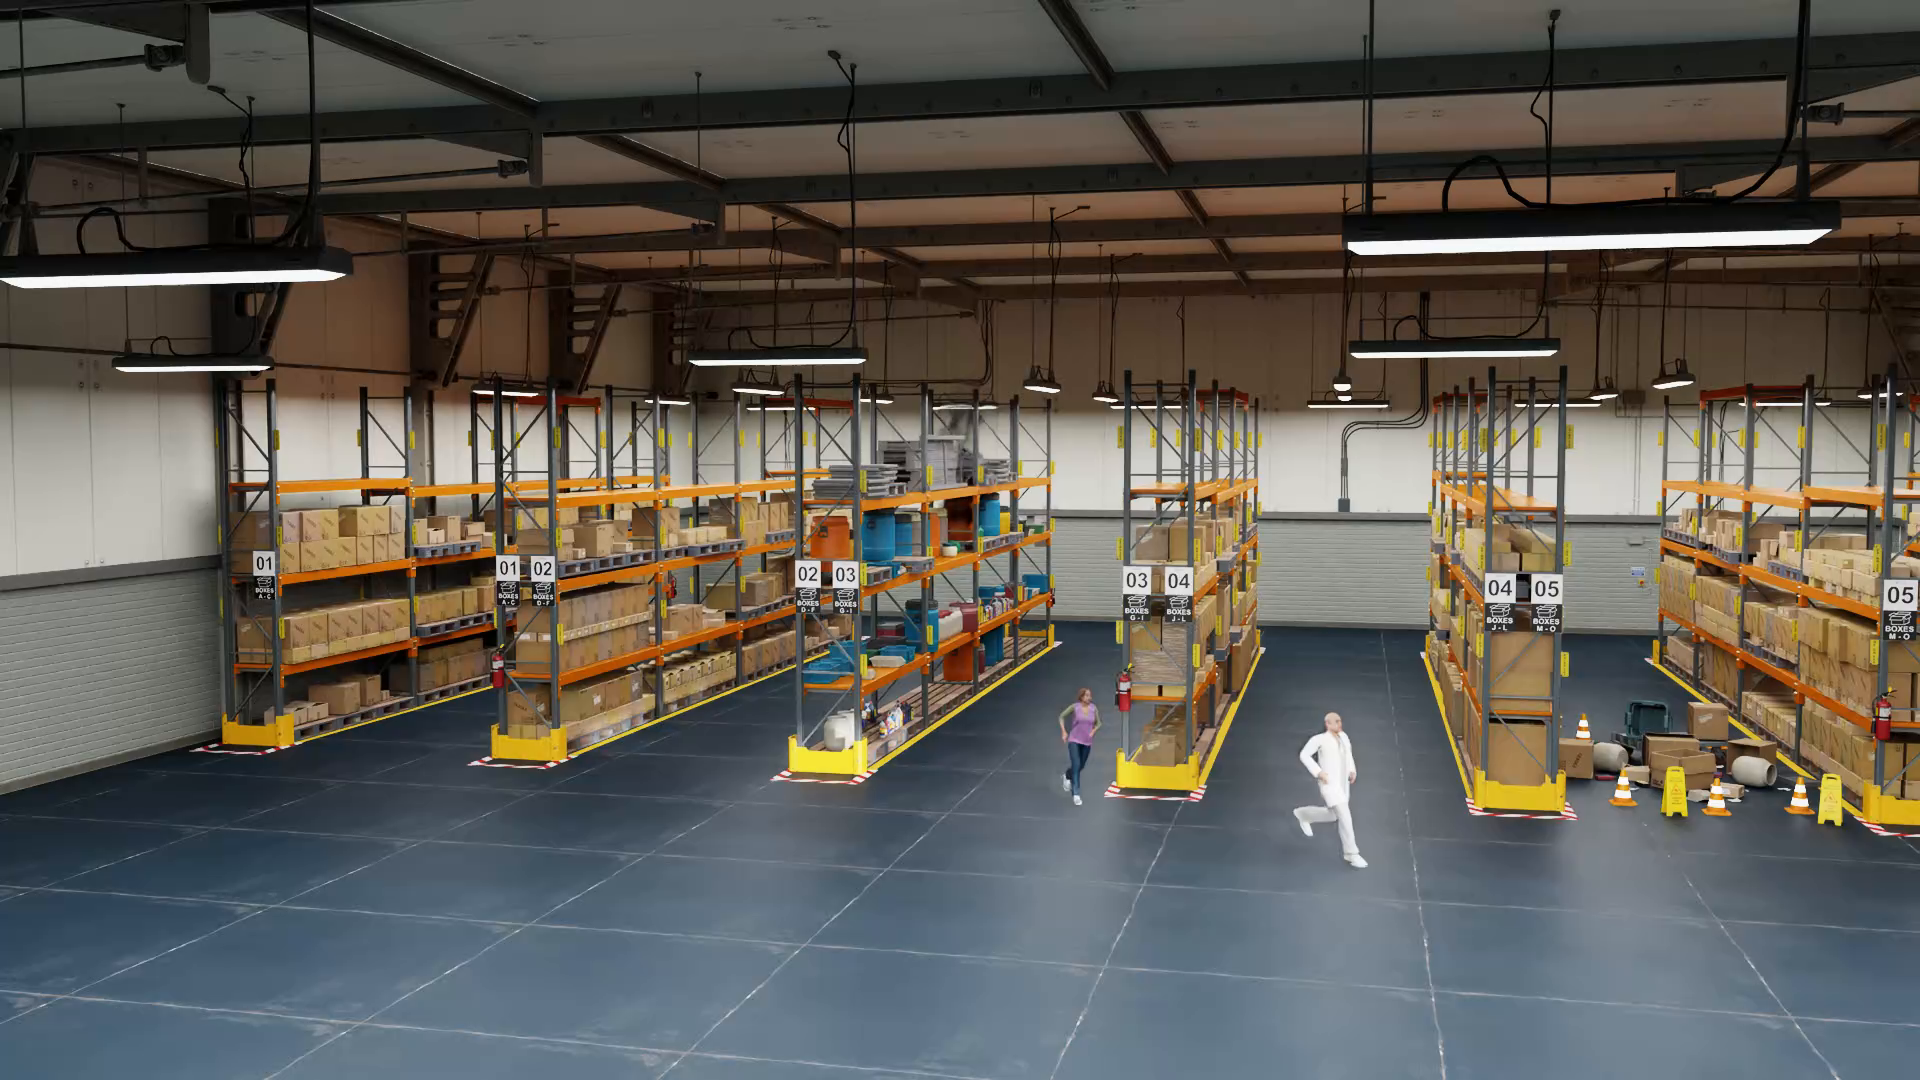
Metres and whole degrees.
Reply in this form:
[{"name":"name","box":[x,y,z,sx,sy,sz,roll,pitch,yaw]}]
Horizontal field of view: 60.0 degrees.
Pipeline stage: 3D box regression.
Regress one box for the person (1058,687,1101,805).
[{"name":"person","box":[1.677,2.830,23.082,0.578,1.544,0.878,-1,4,-15]}]

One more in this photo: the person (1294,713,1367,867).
[{"name":"person","box":[4.449,2.950,19.940,0.681,1.776,1.155,-3,5,-42]}]
